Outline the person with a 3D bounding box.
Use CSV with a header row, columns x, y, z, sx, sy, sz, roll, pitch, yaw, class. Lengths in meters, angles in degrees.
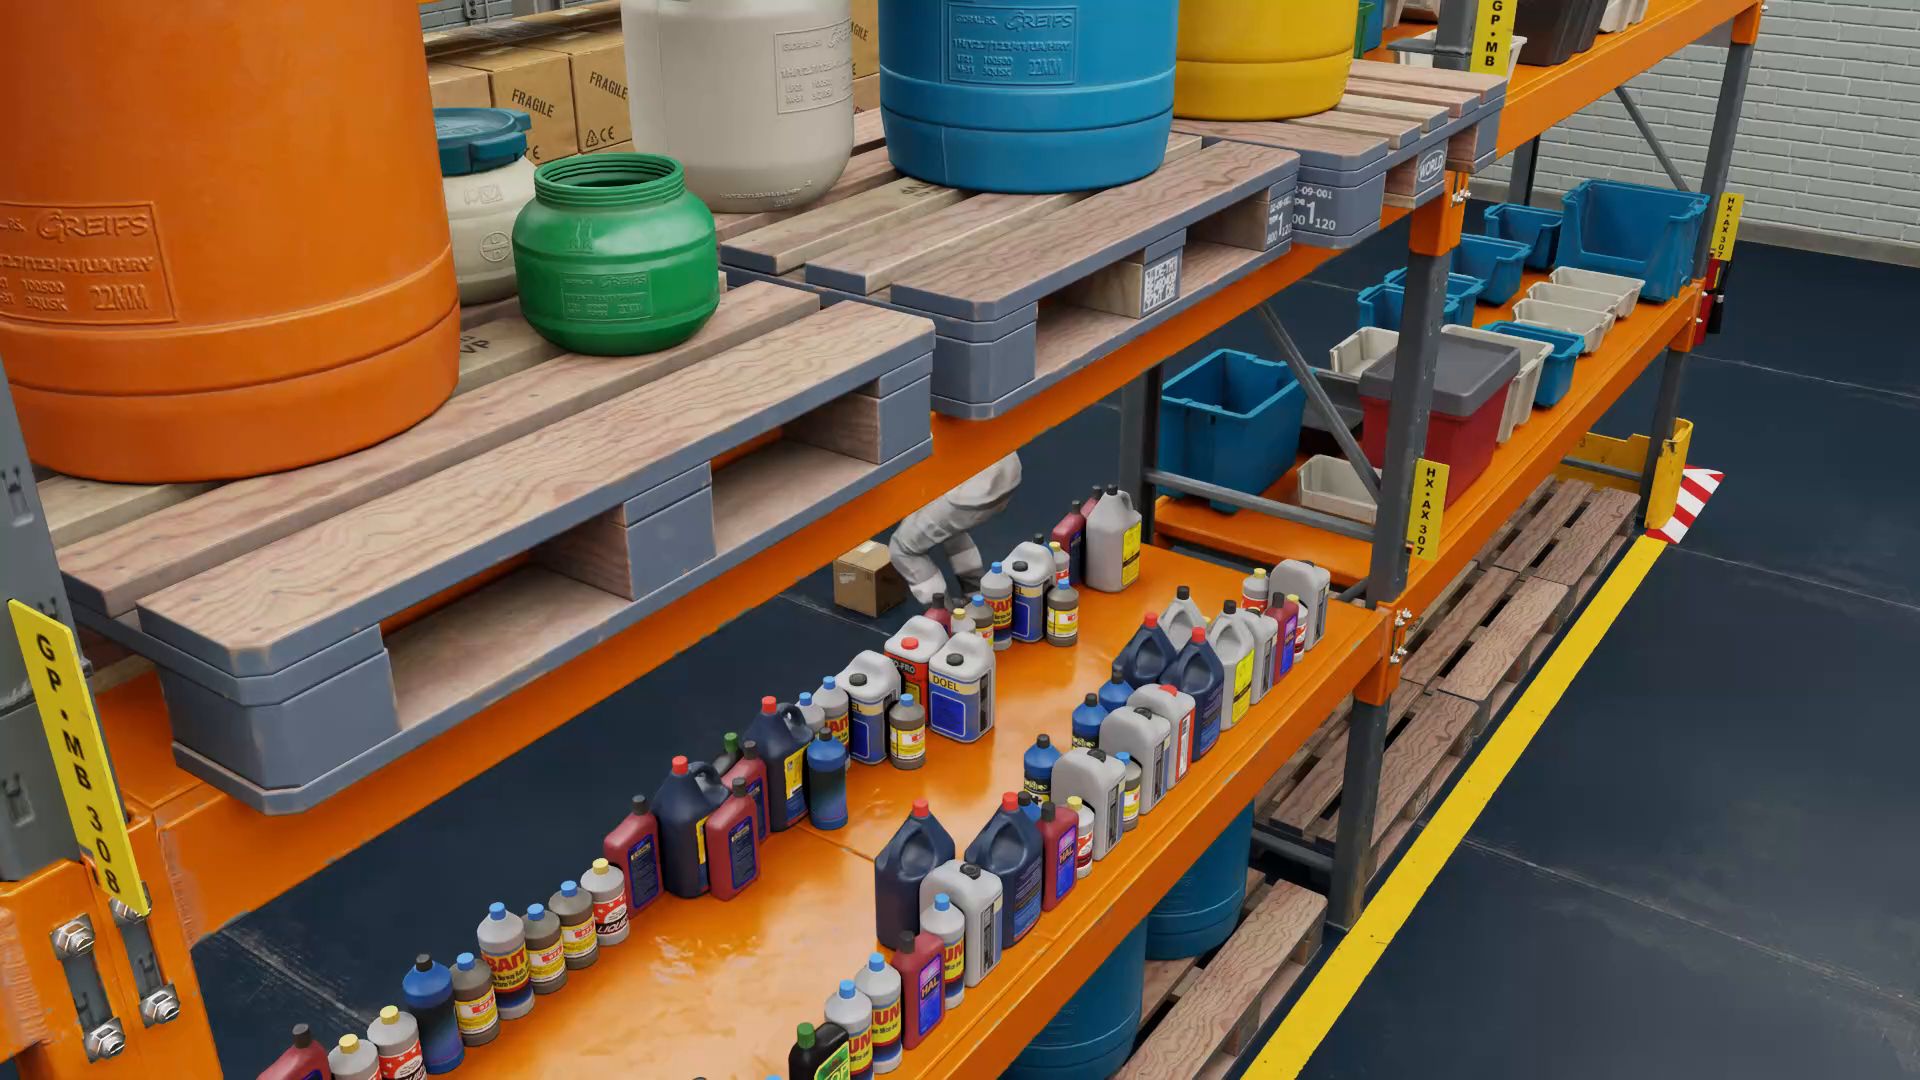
x,y,z,sx,sy,sz,roll,pitch,yaw,class
-0.109,-0.246,7.432,0.731,1.471,0.582,17,31,31,person
